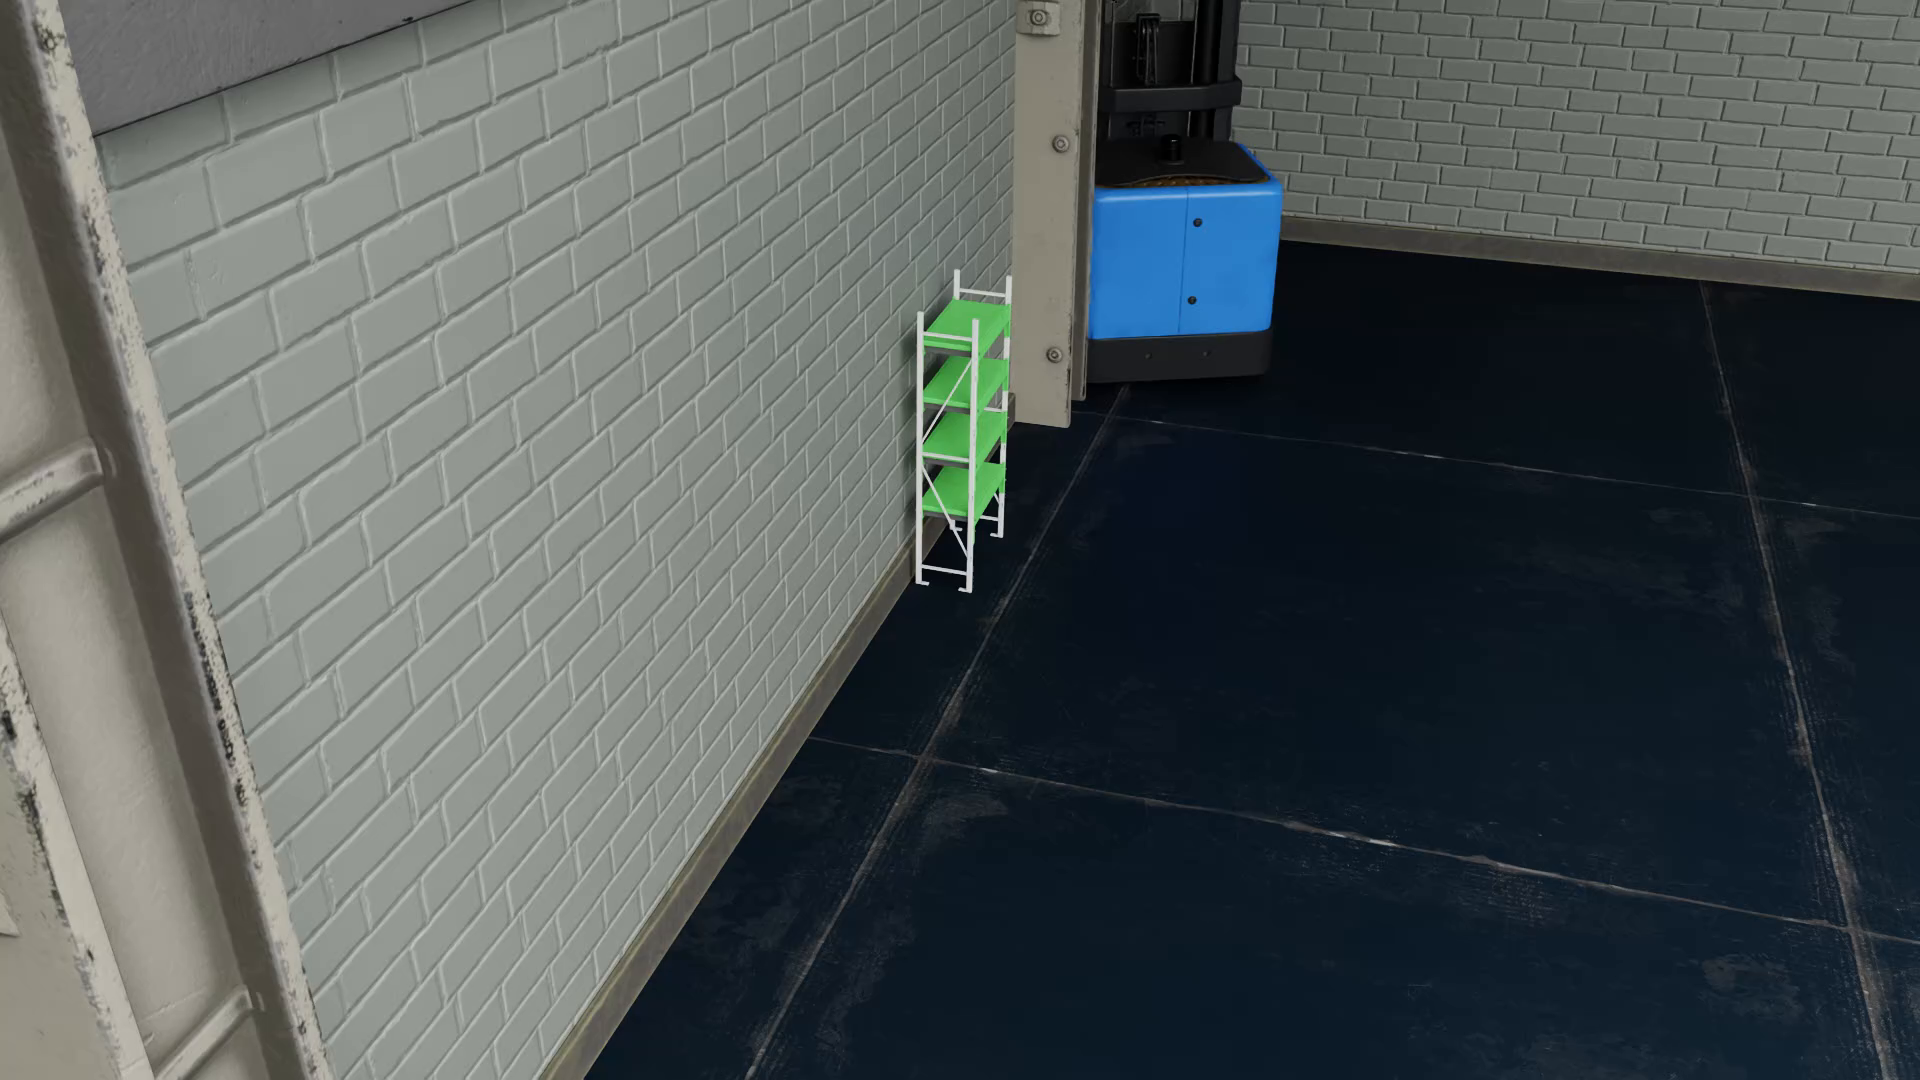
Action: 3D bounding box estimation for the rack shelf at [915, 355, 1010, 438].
[{"bbox_3d":[0.016,-0.594,6.717,0.258,0.148,0.480,9,30,14],"label":"rack shelf"}]

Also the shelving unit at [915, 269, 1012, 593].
[{"bbox_3d":[0.013,-0.441,6.803,0.258,1.200,0.503,9,30,14],"label":"shelving unit"}]

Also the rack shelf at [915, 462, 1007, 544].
[{"bbox_3d":[0.007,-0.176,6.952,0.258,0.148,0.480,9,30,14],"label":"rack shelf"}]

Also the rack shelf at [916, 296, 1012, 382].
[{"bbox_3d":[0.020,-0.803,6.599,0.258,0.148,0.480,9,30,14],"label":"rack shelf"}]

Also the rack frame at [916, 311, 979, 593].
[{"bbox_3d":[-0.057,-0.327,6.599,0.240,1.200,0.015,9,30,14],"label":"rack frame"}]

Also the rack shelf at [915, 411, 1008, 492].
[{"bbox_3d":[0.011,-0.385,6.835,0.258,0.148,0.480,9,30,14],"label":"rack shelf"}]

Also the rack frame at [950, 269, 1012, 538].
[{"bbox_3d":[0.082,-0.555,7.008,0.240,1.200,0.015,9,30,14],"label":"rack frame"}]

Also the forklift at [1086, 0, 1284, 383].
[{"bbox_3d":[0.926,-2.778,9.229,1.130,2.935,3.031,-4,29,-6],"label":"forklift"}]

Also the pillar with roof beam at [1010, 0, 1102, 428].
[{"bbox_3d":[4.560,-3.988,5.162,9.100,9.000,0.400,8,30,15],"label":"pillar with roof beam"}]
